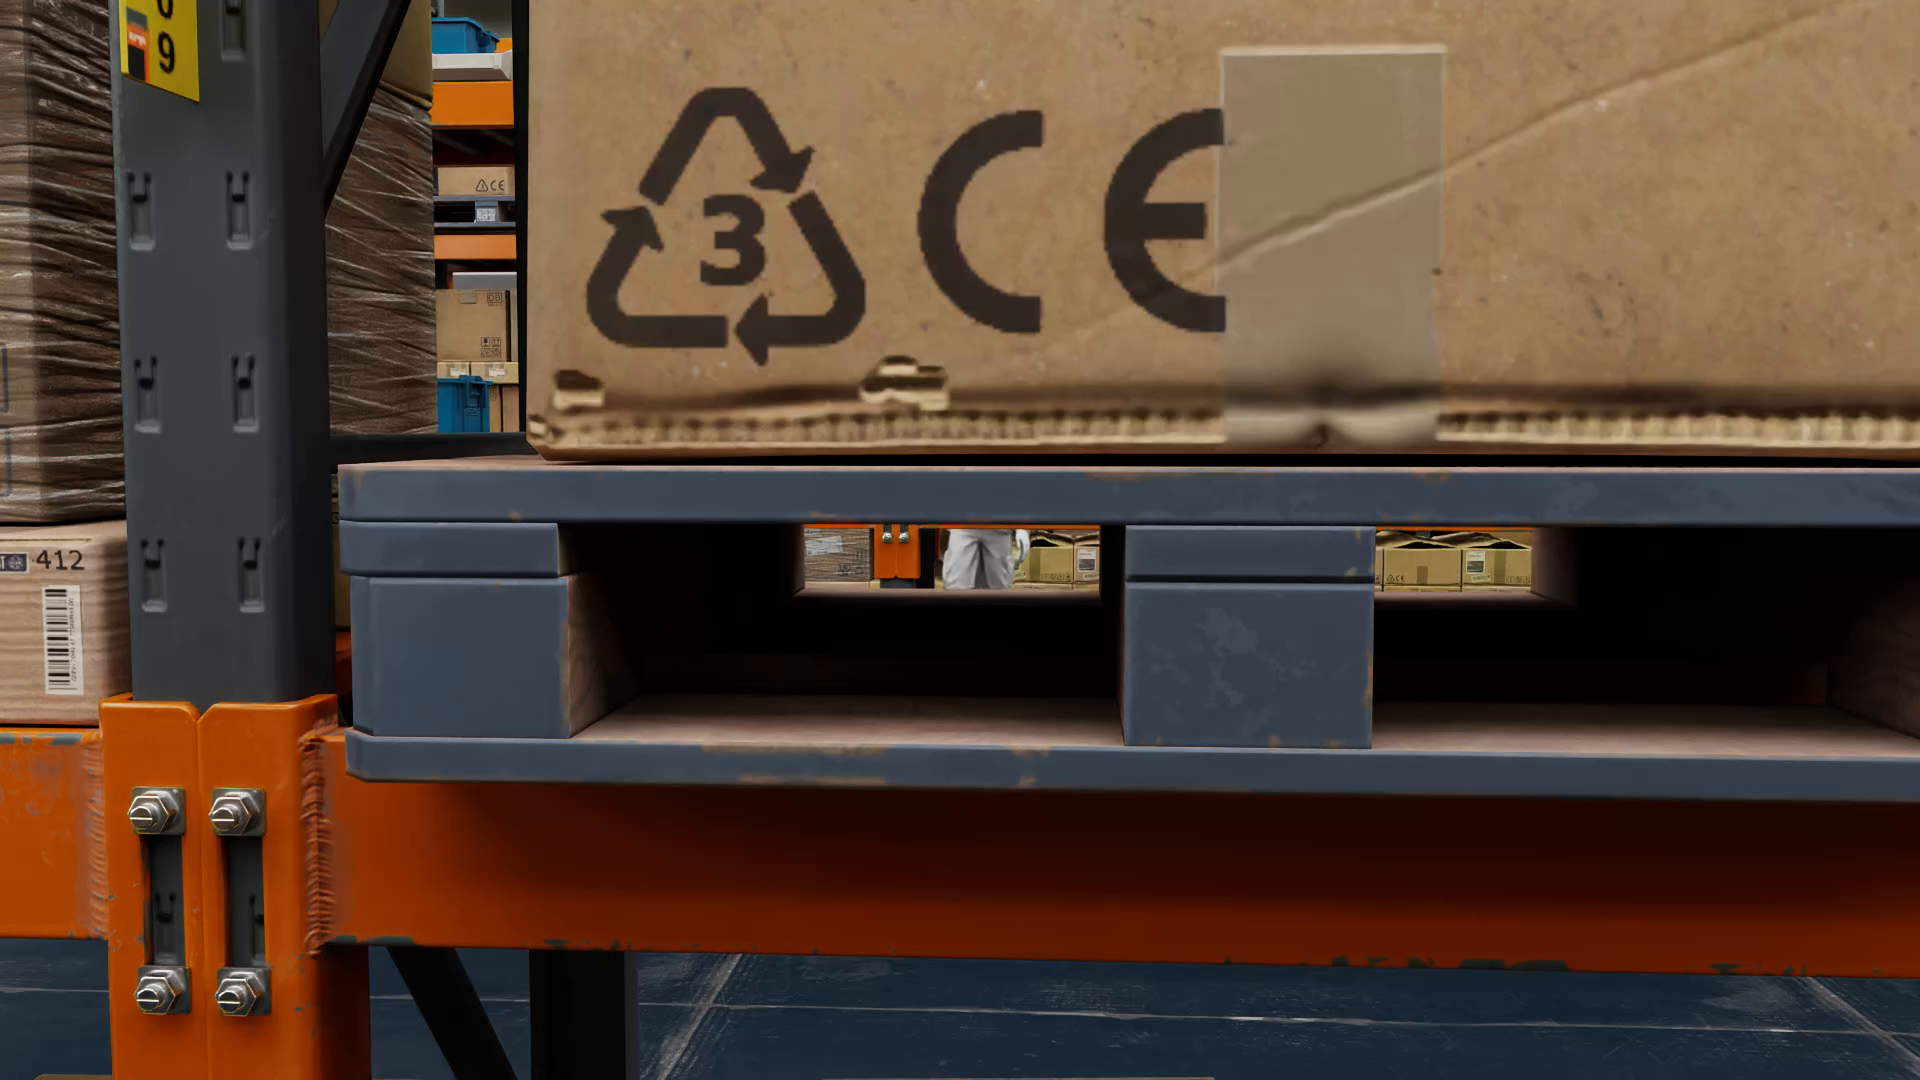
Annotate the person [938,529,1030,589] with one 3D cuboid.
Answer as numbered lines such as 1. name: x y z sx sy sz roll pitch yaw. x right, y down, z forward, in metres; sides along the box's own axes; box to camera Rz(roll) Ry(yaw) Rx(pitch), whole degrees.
1. person: 0.117 -0.033 9.446 0.571 1.781 0.657 0 4 2
